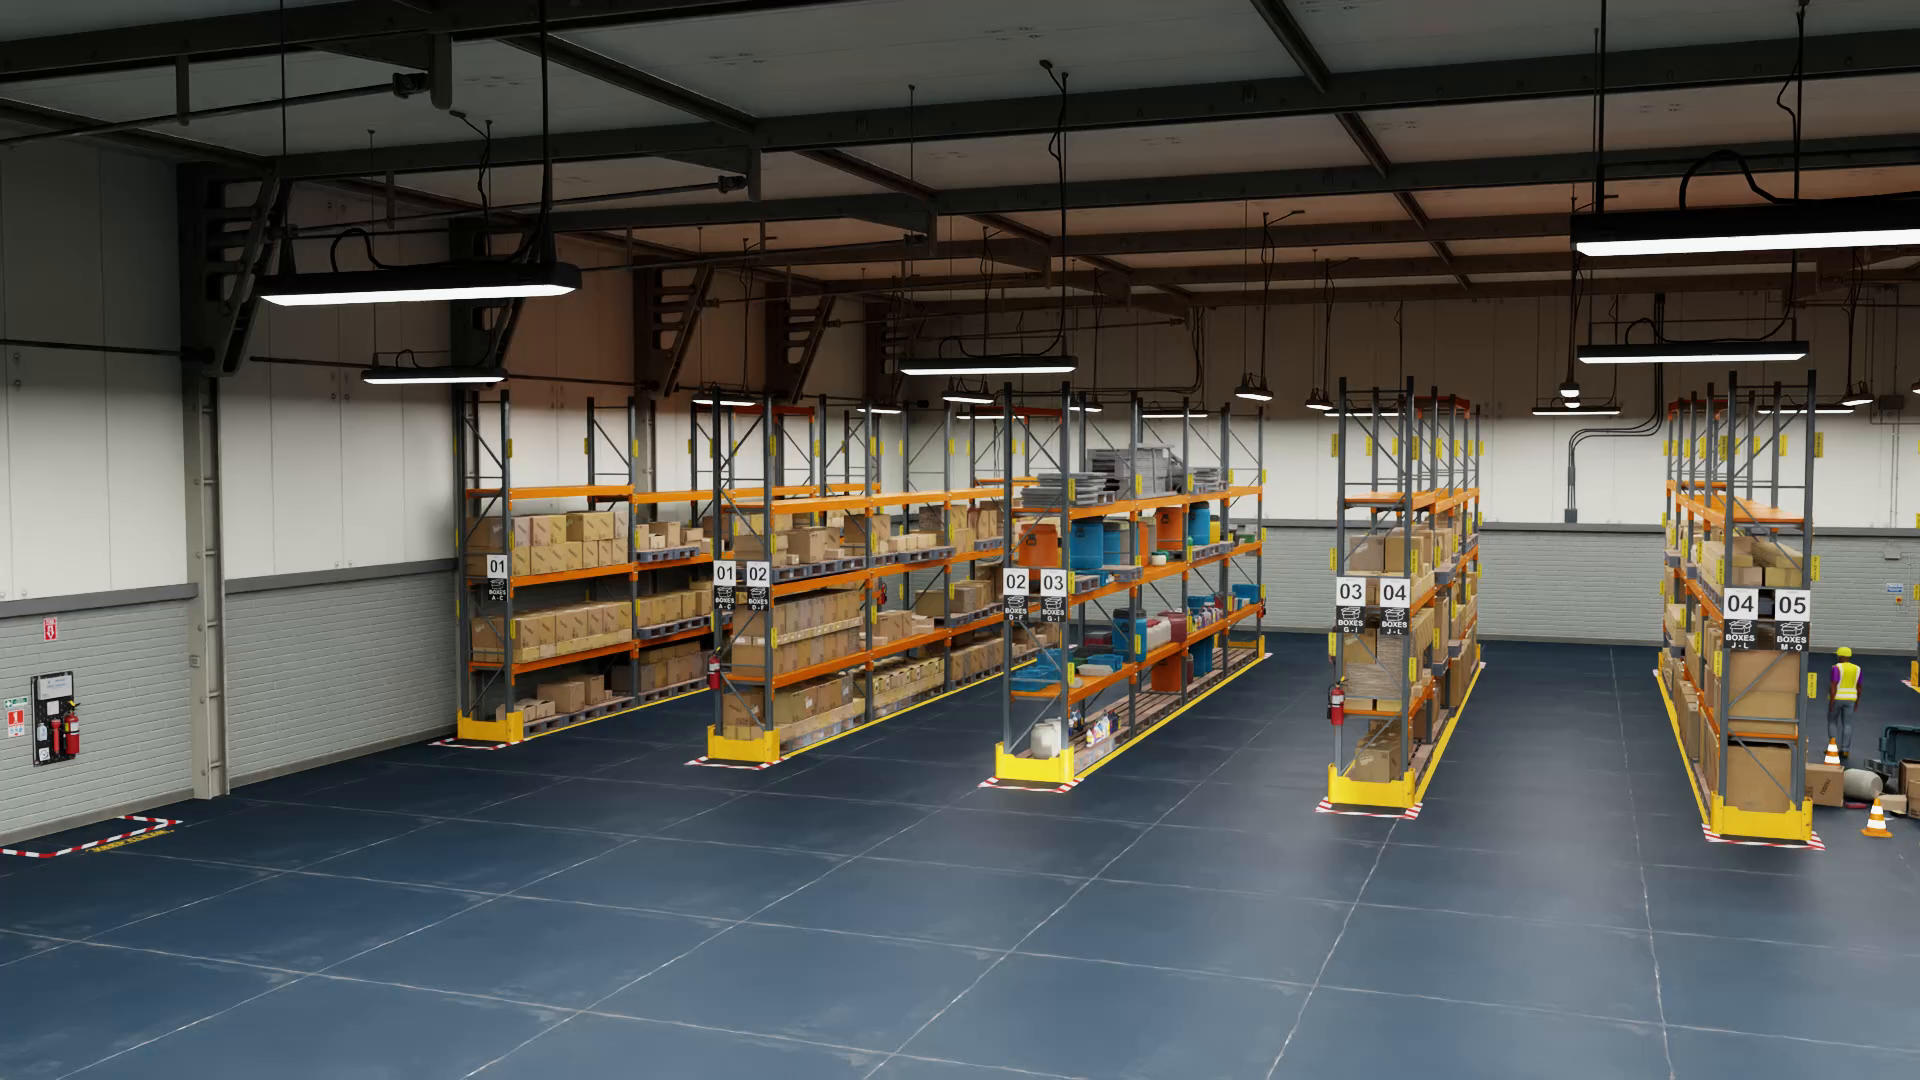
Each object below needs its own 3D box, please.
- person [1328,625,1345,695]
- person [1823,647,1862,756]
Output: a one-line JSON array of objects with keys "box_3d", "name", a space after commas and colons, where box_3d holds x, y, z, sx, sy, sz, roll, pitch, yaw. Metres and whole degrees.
[{"box_3d": [7.654, 2.317, 33.274, 0.565, 1.720, 0.537, 1, 3, 21], "name": "person"}, {"box_3d": [14.424, 2.653, 27.099, 0.534, 1.808, 0.602, 1, 3, 16], "name": "person"}]
